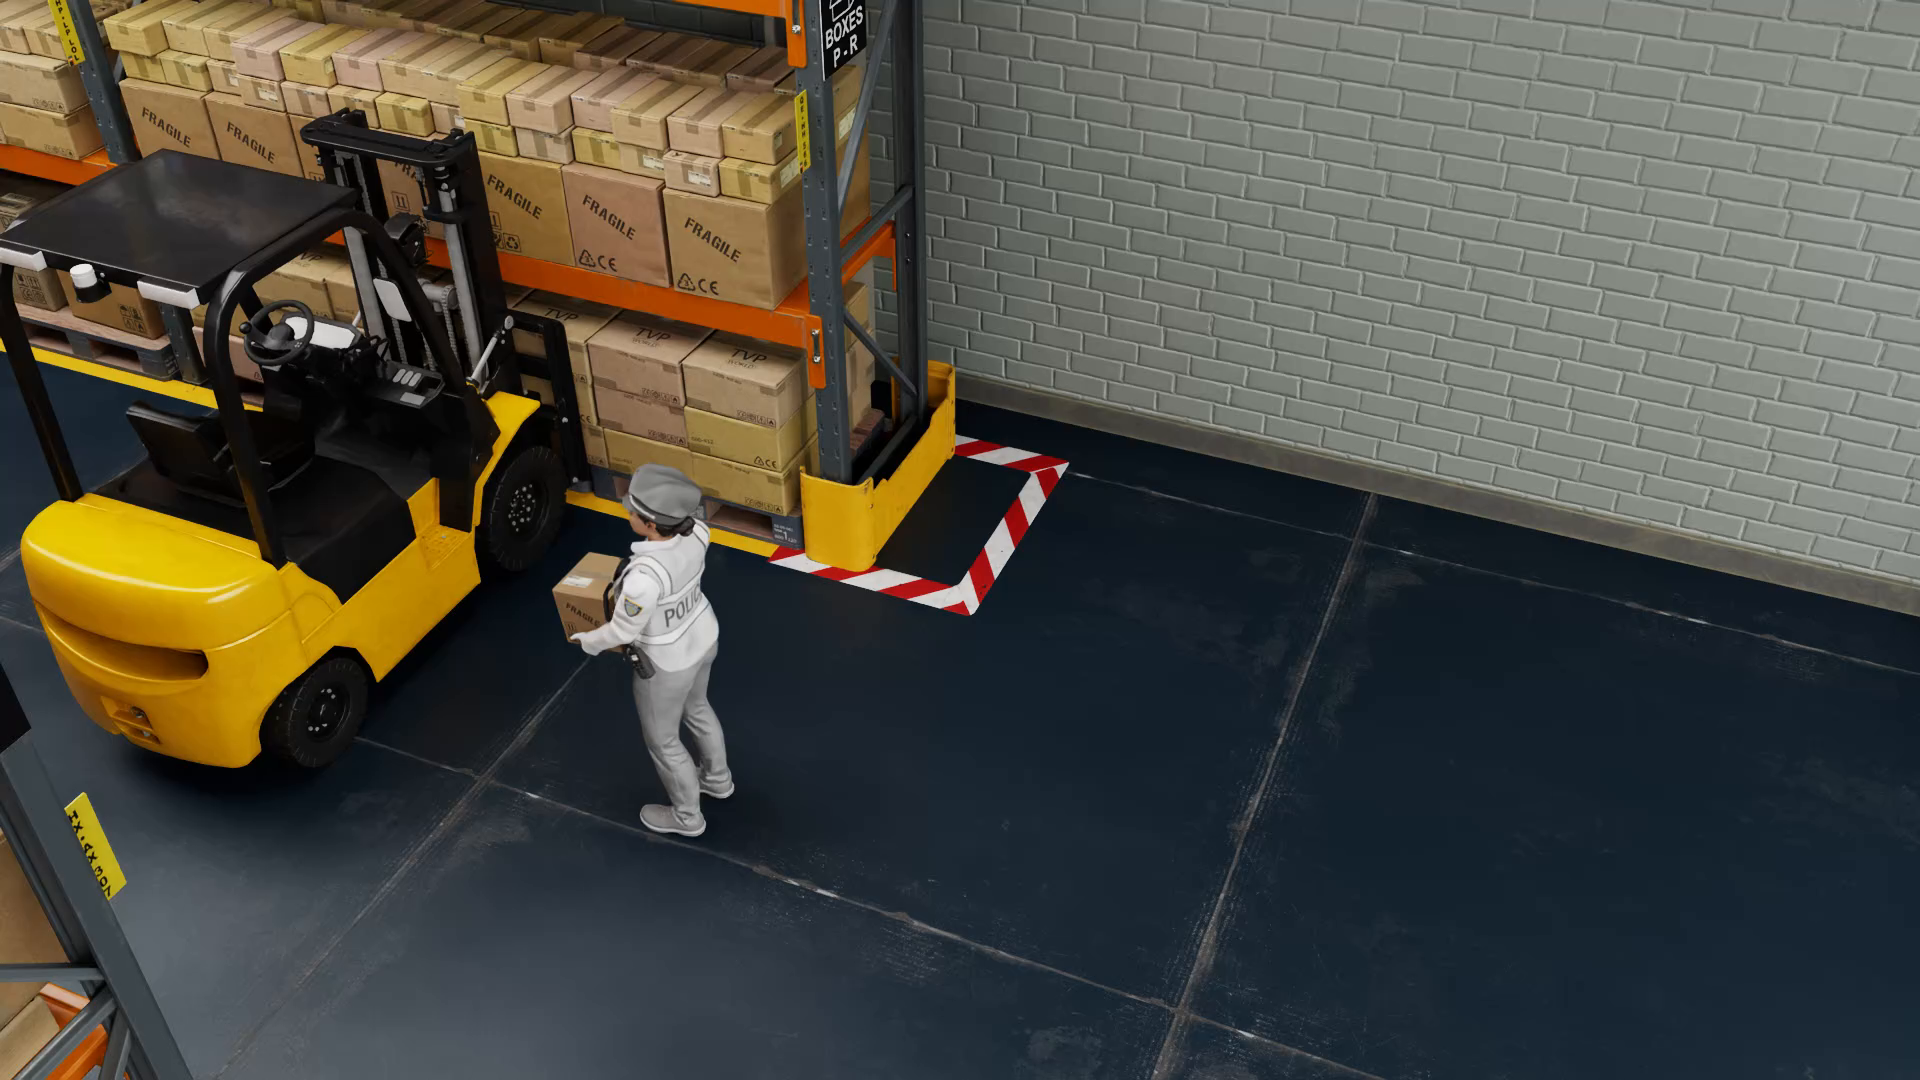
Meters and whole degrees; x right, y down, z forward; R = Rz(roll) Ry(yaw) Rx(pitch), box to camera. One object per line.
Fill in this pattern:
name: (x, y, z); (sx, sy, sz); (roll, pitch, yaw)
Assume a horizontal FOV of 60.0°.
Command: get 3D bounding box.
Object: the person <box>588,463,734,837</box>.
person: (-1.099, 0.441, 6.243); (0.373, 1.665, 0.547); (12, 39, 15)
